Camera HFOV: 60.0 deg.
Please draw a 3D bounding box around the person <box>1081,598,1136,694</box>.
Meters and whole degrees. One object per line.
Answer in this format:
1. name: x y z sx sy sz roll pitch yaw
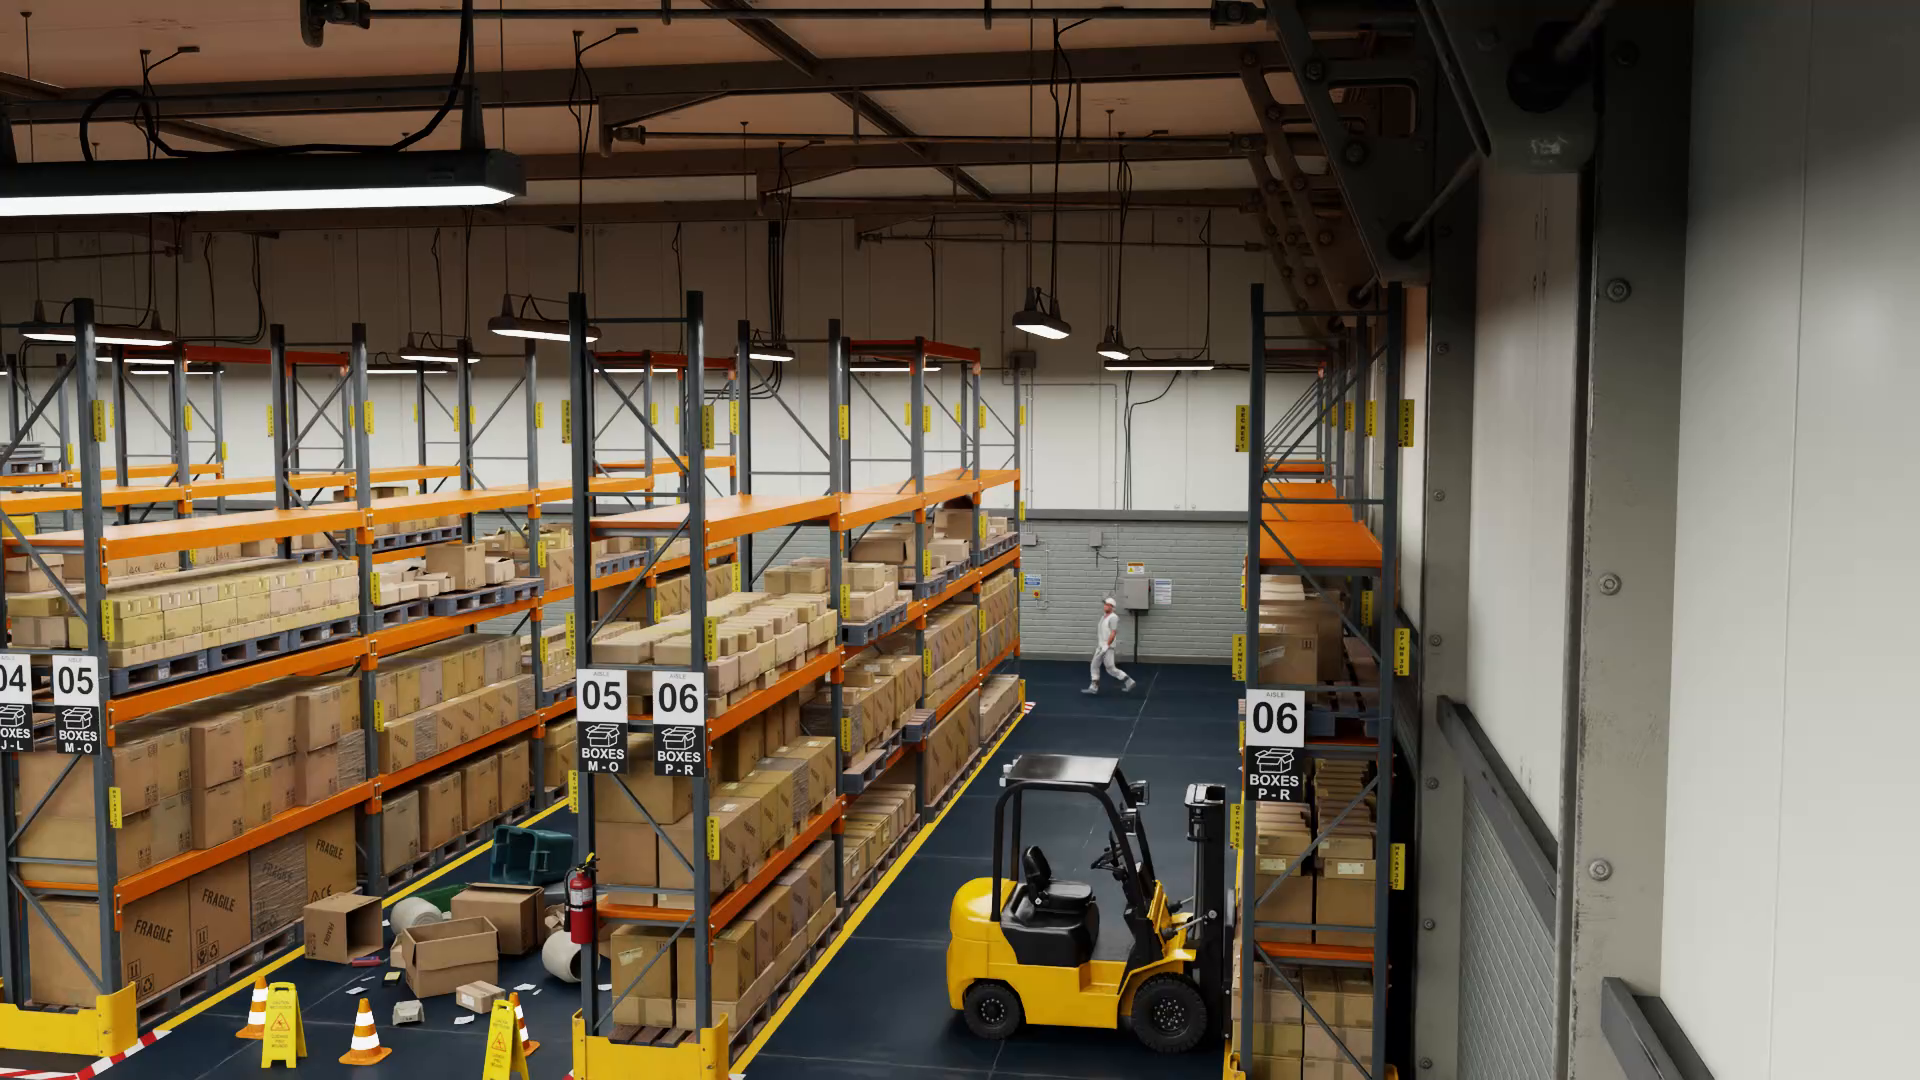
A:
1. person: 2.655 1.906 29.672 0.987 1.742 0.608 0 5 3
